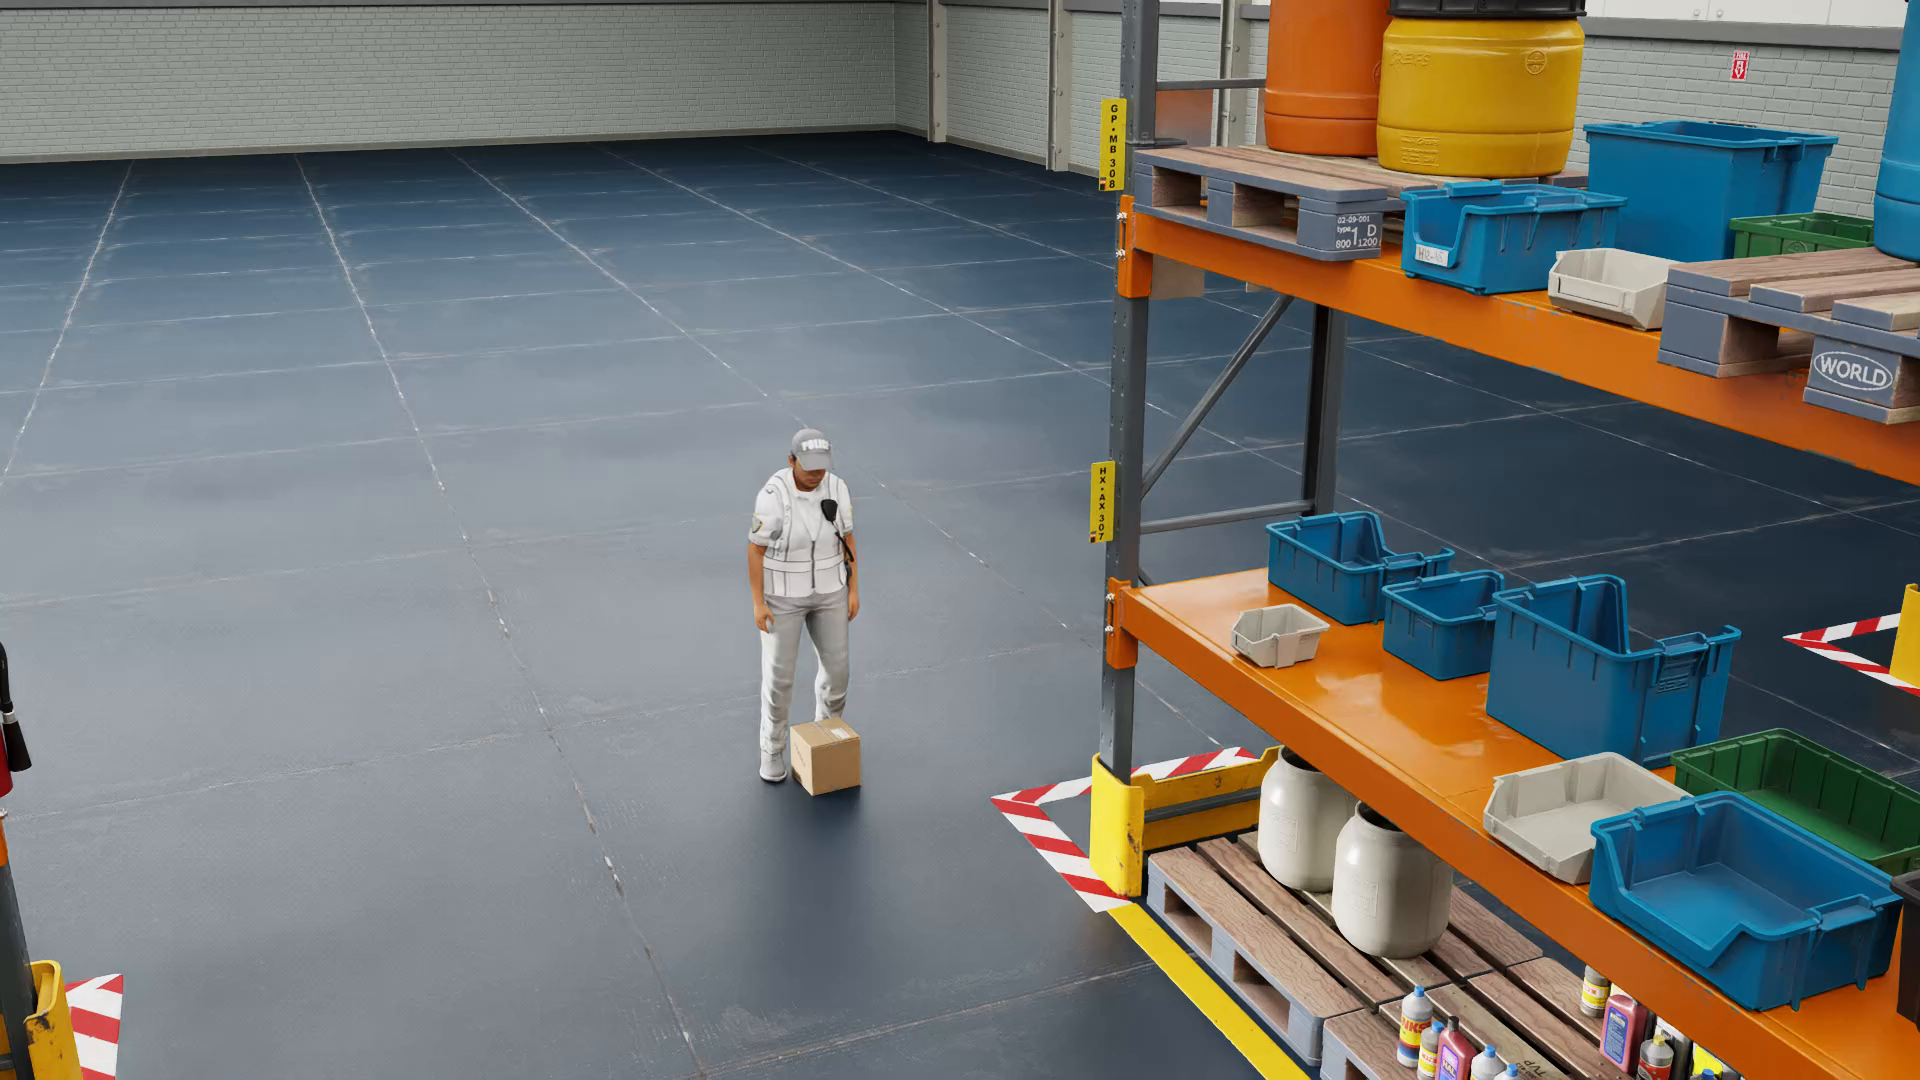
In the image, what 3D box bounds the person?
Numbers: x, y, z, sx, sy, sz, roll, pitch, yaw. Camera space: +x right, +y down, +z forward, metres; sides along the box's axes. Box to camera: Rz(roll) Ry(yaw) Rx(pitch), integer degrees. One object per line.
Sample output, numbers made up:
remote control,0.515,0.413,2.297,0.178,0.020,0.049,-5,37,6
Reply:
person,-0.721,0.278,7.746,0.542,1.666,0.470,-8,21,-22
